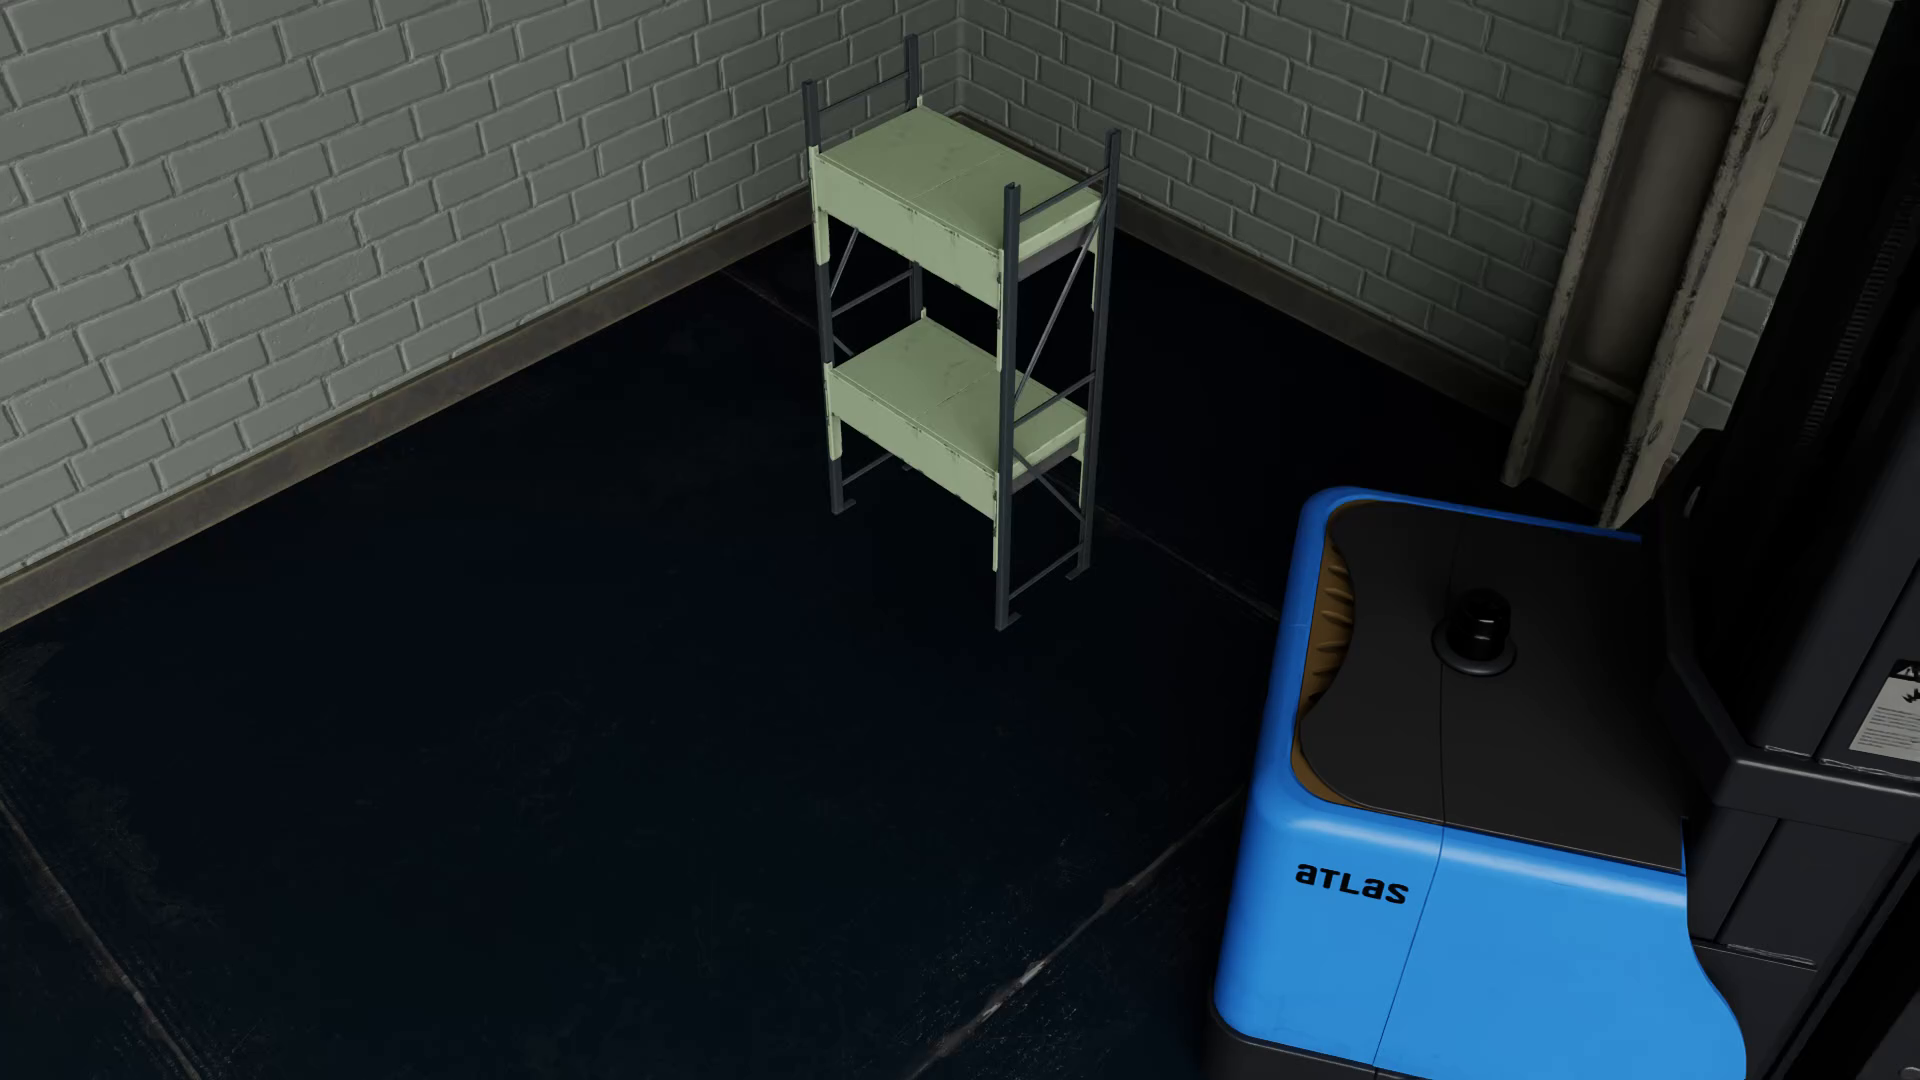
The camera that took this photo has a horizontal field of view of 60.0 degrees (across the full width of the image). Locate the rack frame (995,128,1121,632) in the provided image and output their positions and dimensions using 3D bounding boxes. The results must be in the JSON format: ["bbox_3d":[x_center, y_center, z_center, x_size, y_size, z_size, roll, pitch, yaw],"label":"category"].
[{"bbox_3d":[0.254,-0.378,4.554,0.400,1.500,0.023,-34,53,-31],"label":"rack frame"}]

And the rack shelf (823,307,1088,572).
[{"bbox_3d":[-0.005,-0.315,4.966,0.431,0.370,0.720,-34,53,-31],"label":"rack shelf"}]

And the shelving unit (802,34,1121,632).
[{"bbox_3d":[-0.005,-0.554,4.744,0.431,1.500,0.755,-34,53,-31],"label":"shelving unit"}]

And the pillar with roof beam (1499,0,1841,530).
[{"bbox_3d":[-1.031,-1.418,0.153,9.100,9.000,0.400,-34,53,-31],"label":"pillar with roof beam"}]

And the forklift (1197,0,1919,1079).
[{"bbox_3d":[2.123,0.149,2.930,3.031,2.935,1.130,10,44,11],"label":"forklift"}]

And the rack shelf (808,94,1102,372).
[{"bbox_3d":[-0.005,-0.841,4.480,0.431,0.370,0.720,-34,53,-31],"label":"rack shelf"}]

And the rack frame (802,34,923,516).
[{"bbox_3d":[-0.263,-0.730,4.935,0.400,1.500,0.023,-34,53,-31],"label":"rack frame"}]
